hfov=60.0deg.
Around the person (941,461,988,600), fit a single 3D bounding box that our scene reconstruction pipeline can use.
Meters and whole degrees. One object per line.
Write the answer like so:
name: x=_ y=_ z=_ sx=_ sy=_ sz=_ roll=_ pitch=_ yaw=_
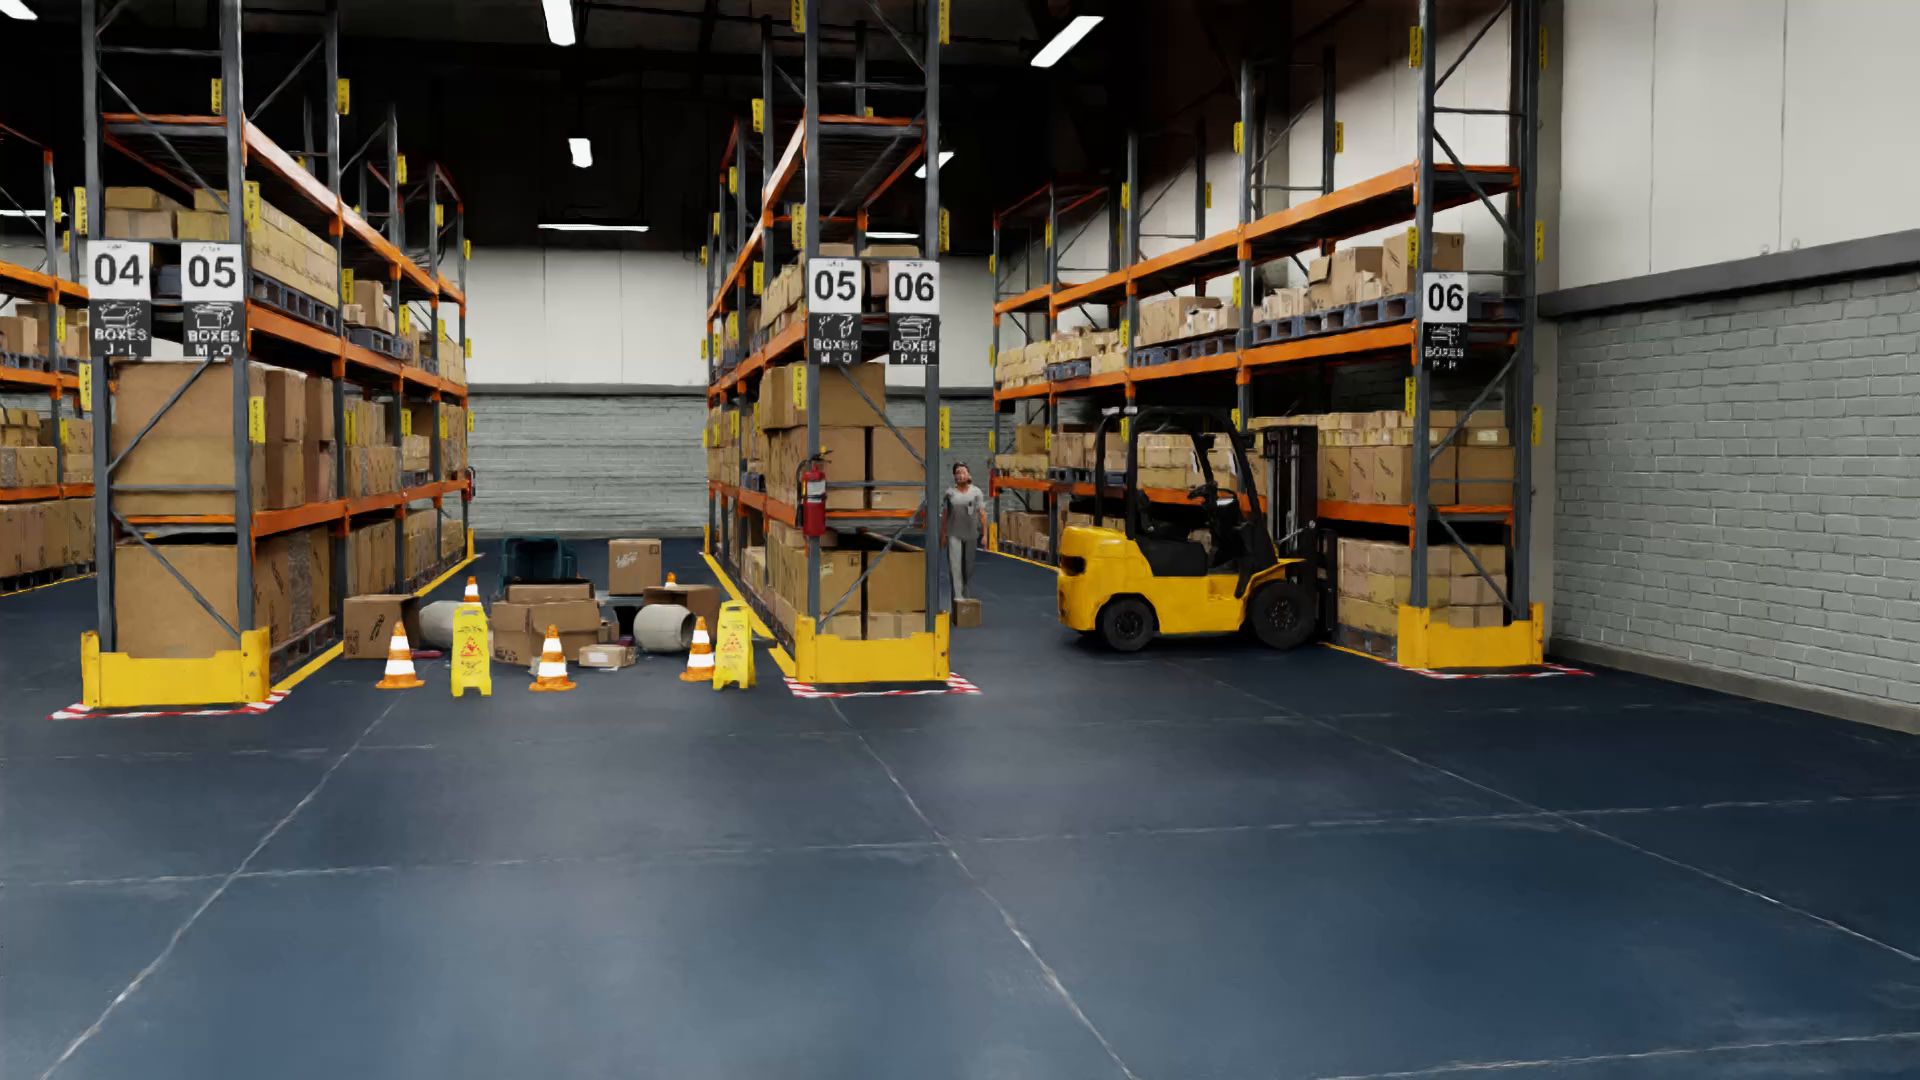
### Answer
person: x=0.050 y=-0.034 z=17.886 sx=0.499 sy=1.629 sz=0.931 roll=0 pitch=3 yaw=-4
